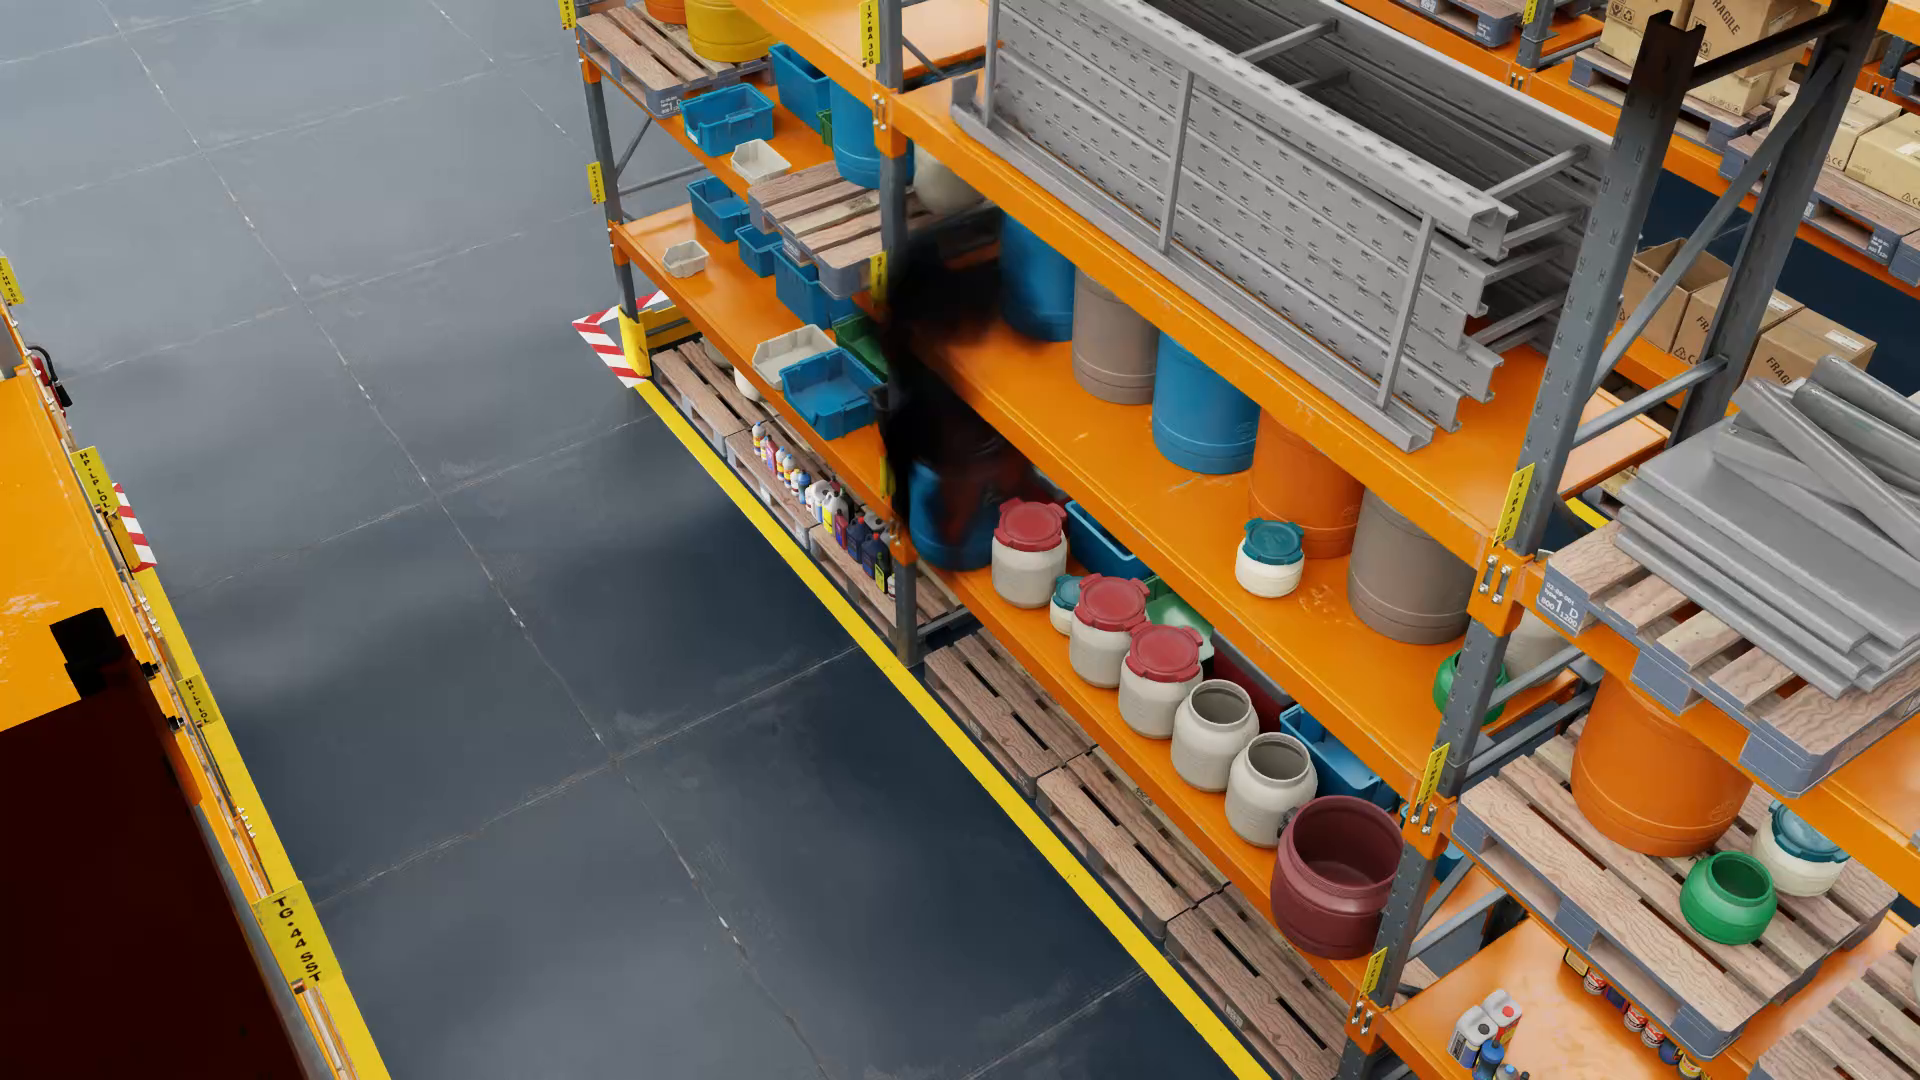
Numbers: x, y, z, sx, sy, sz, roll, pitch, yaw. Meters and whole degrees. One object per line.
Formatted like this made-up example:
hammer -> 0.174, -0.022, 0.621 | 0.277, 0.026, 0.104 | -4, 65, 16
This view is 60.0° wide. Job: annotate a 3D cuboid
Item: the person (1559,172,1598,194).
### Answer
person -> 5.343, -3.304, 14.034 | 0.690, 1.771, 1.042 | -33, 52, -31
